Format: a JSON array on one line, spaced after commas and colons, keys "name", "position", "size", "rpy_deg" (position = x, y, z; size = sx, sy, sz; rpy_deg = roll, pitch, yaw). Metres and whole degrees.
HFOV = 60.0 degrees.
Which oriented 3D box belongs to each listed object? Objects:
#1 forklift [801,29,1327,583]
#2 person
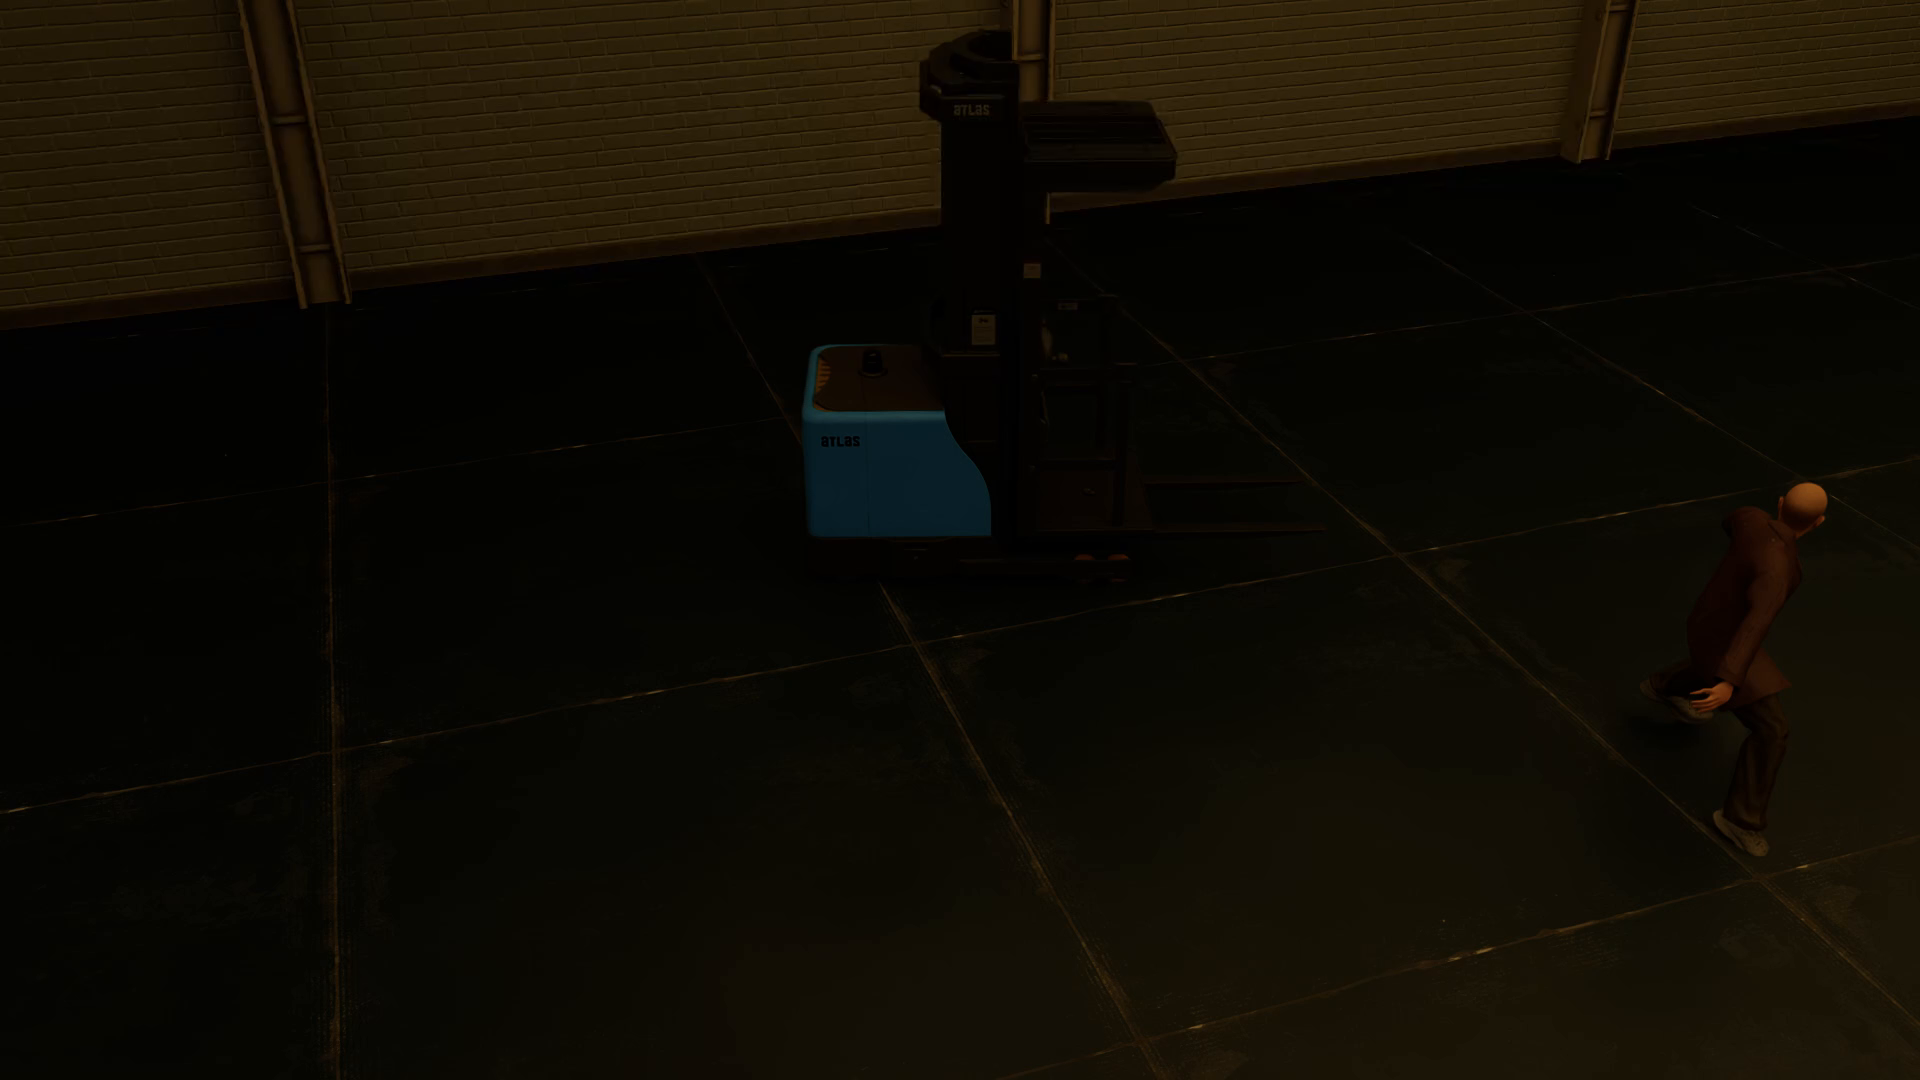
[{"name": "forklift", "position": [0.616, -1.286, 9.321], "size": [3.031, 2.935, 1.130], "rpy_deg": [-1, 30, -1]}, {"name": "person", "position": [3.570, 0.516, 7.608], "size": [0.618, 1.713, 1.192], "rpy_deg": [9, 31, 16]}]
